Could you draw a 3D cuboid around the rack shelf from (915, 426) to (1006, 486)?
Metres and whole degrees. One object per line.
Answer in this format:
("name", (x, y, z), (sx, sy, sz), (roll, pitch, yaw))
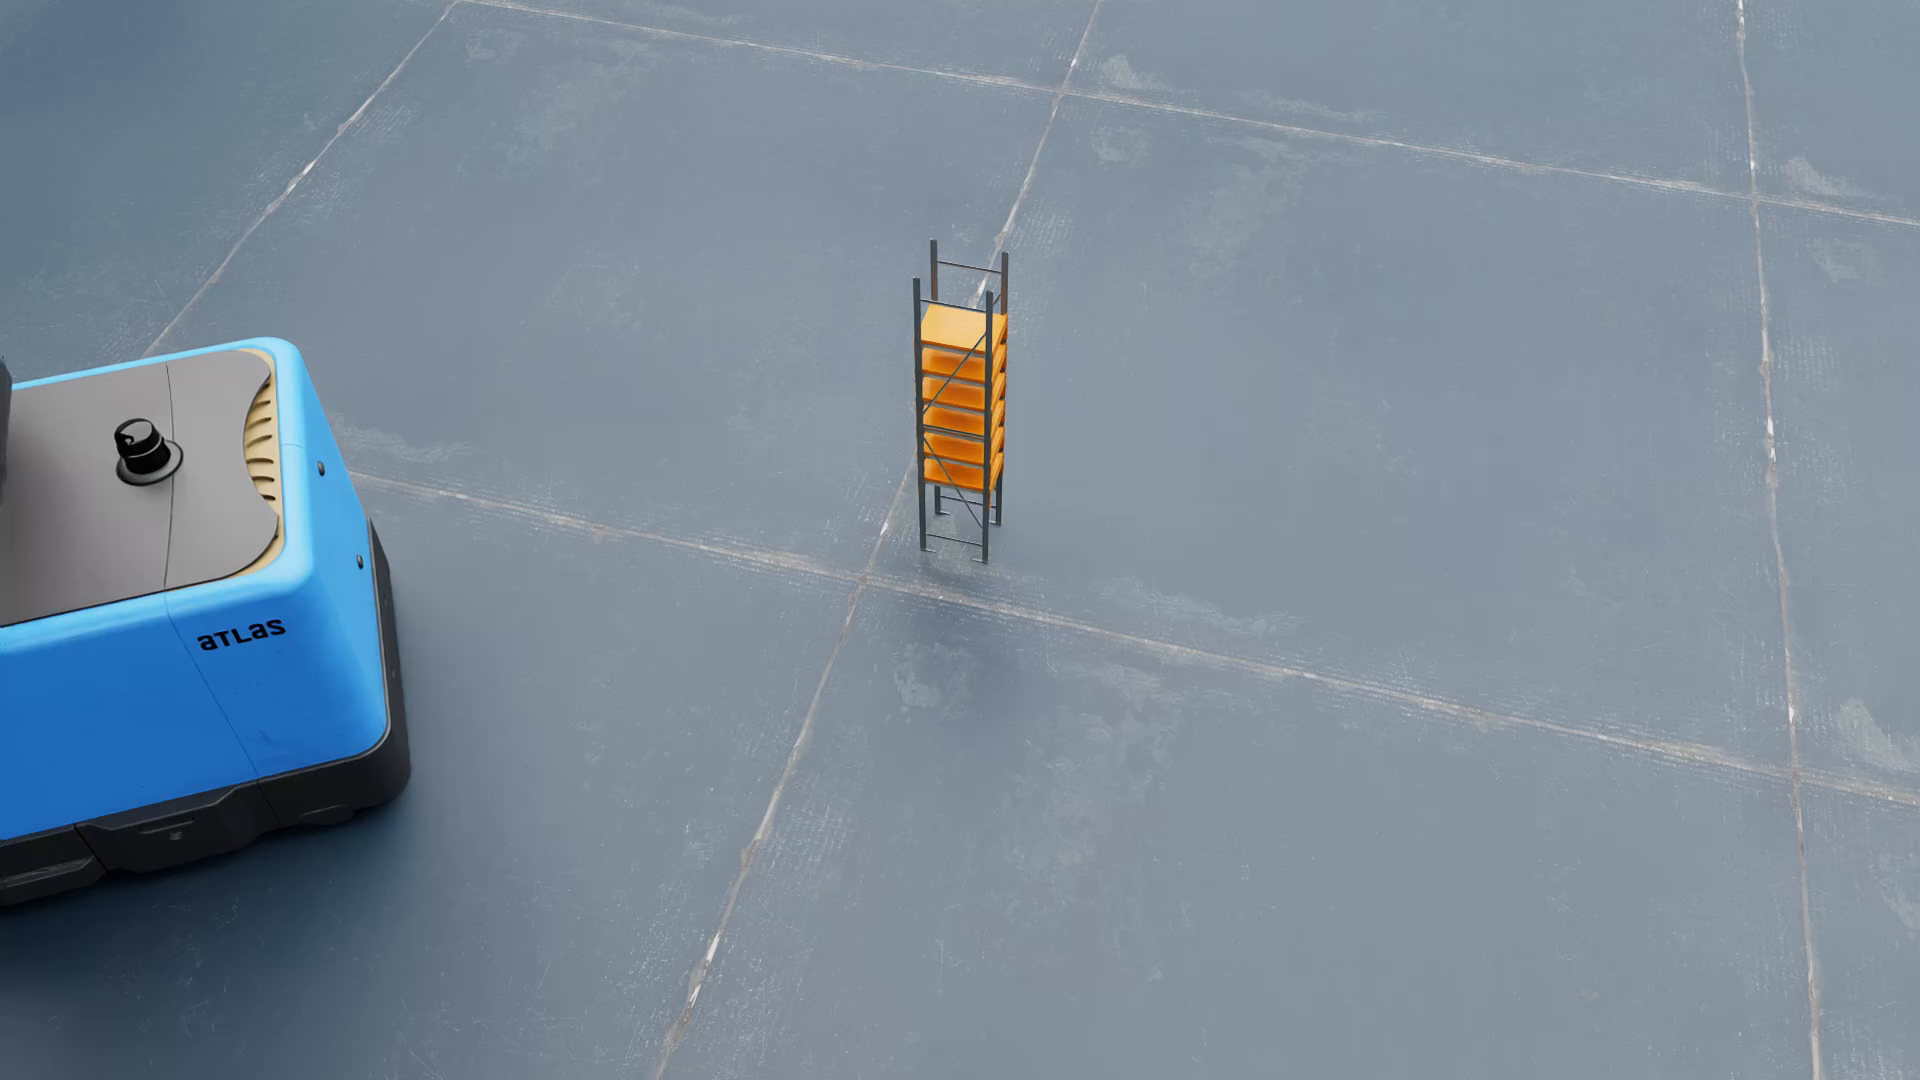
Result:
("rack shelf", (0.004, -0.299, 5.433), (0.258, 0.103, 0.180), (12, 50, 10))

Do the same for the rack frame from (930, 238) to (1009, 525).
("rack frame", (0.028, -0.474, 5.368), (0.240, 1.200, 0.006), (12, 50, 10))

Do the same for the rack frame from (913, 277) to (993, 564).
("rack frame", (-0.020, -0.341, 5.251), (0.240, 1.200, 0.006), (12, 50, 10))

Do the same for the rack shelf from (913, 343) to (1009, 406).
("rack shelf", (0.004, -0.537, 5.163), (0.258, 0.103, 0.180), (12, 50, 10))

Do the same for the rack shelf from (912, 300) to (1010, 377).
("rack shelf", (0.004, -0.616, 5.073), (0.258, 0.103, 0.180), (12, 50, 10))

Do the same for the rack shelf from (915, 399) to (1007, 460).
("rack shelf", (0.004, -0.378, 5.343), (0.258, 0.103, 0.180), (12, 50, 10))

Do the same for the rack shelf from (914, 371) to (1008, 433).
("rack shelf", (0.004, -0.458, 5.253), (0.258, 0.103, 0.180), (12, 50, 10))

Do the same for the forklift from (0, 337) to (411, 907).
("forklift", (-3.237, -0.197, 3.969), (3.031, 2.935, 1.130), (-13, 50, -11))

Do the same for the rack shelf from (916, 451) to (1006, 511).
("rack shelf", (0.004, -0.219, 5.523), (0.258, 0.103, 0.180), (12, 50, 10))

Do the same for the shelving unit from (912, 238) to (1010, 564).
("shelving unit", (0.004, -0.407, 5.309), (0.258, 1.200, 0.189), (12, 50, 10))
